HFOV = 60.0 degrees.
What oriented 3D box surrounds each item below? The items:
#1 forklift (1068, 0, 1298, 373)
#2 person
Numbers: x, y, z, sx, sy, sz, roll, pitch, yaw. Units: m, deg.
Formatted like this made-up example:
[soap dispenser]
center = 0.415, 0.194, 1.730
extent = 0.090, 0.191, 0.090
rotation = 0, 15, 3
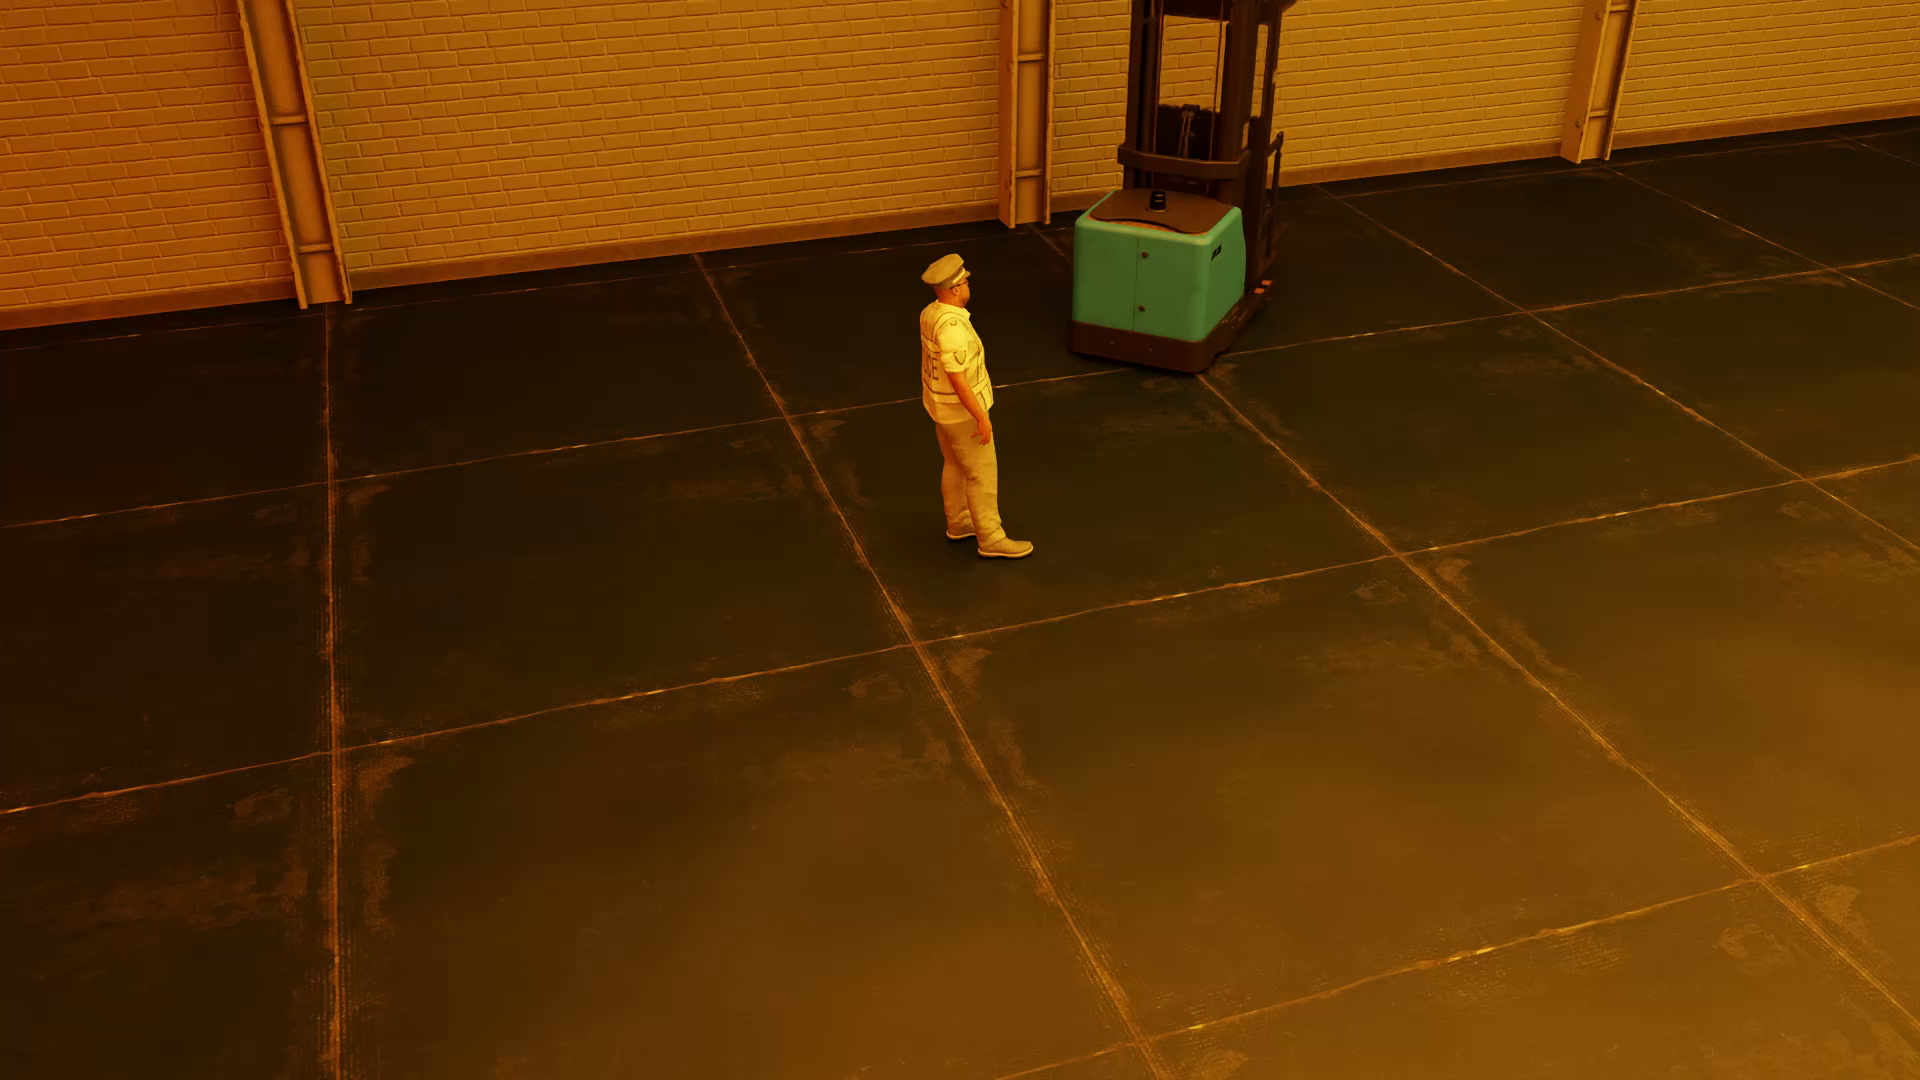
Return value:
[forklift]
center = 1.889, -3.188, 12.627
extent = 1.130, 2.935, 3.031
rotation = 13, 32, 22
[person]
center = 0.077, -0.784, 9.590
extent = 0.575, 1.779, 0.640
rotation = -10, 31, -16
